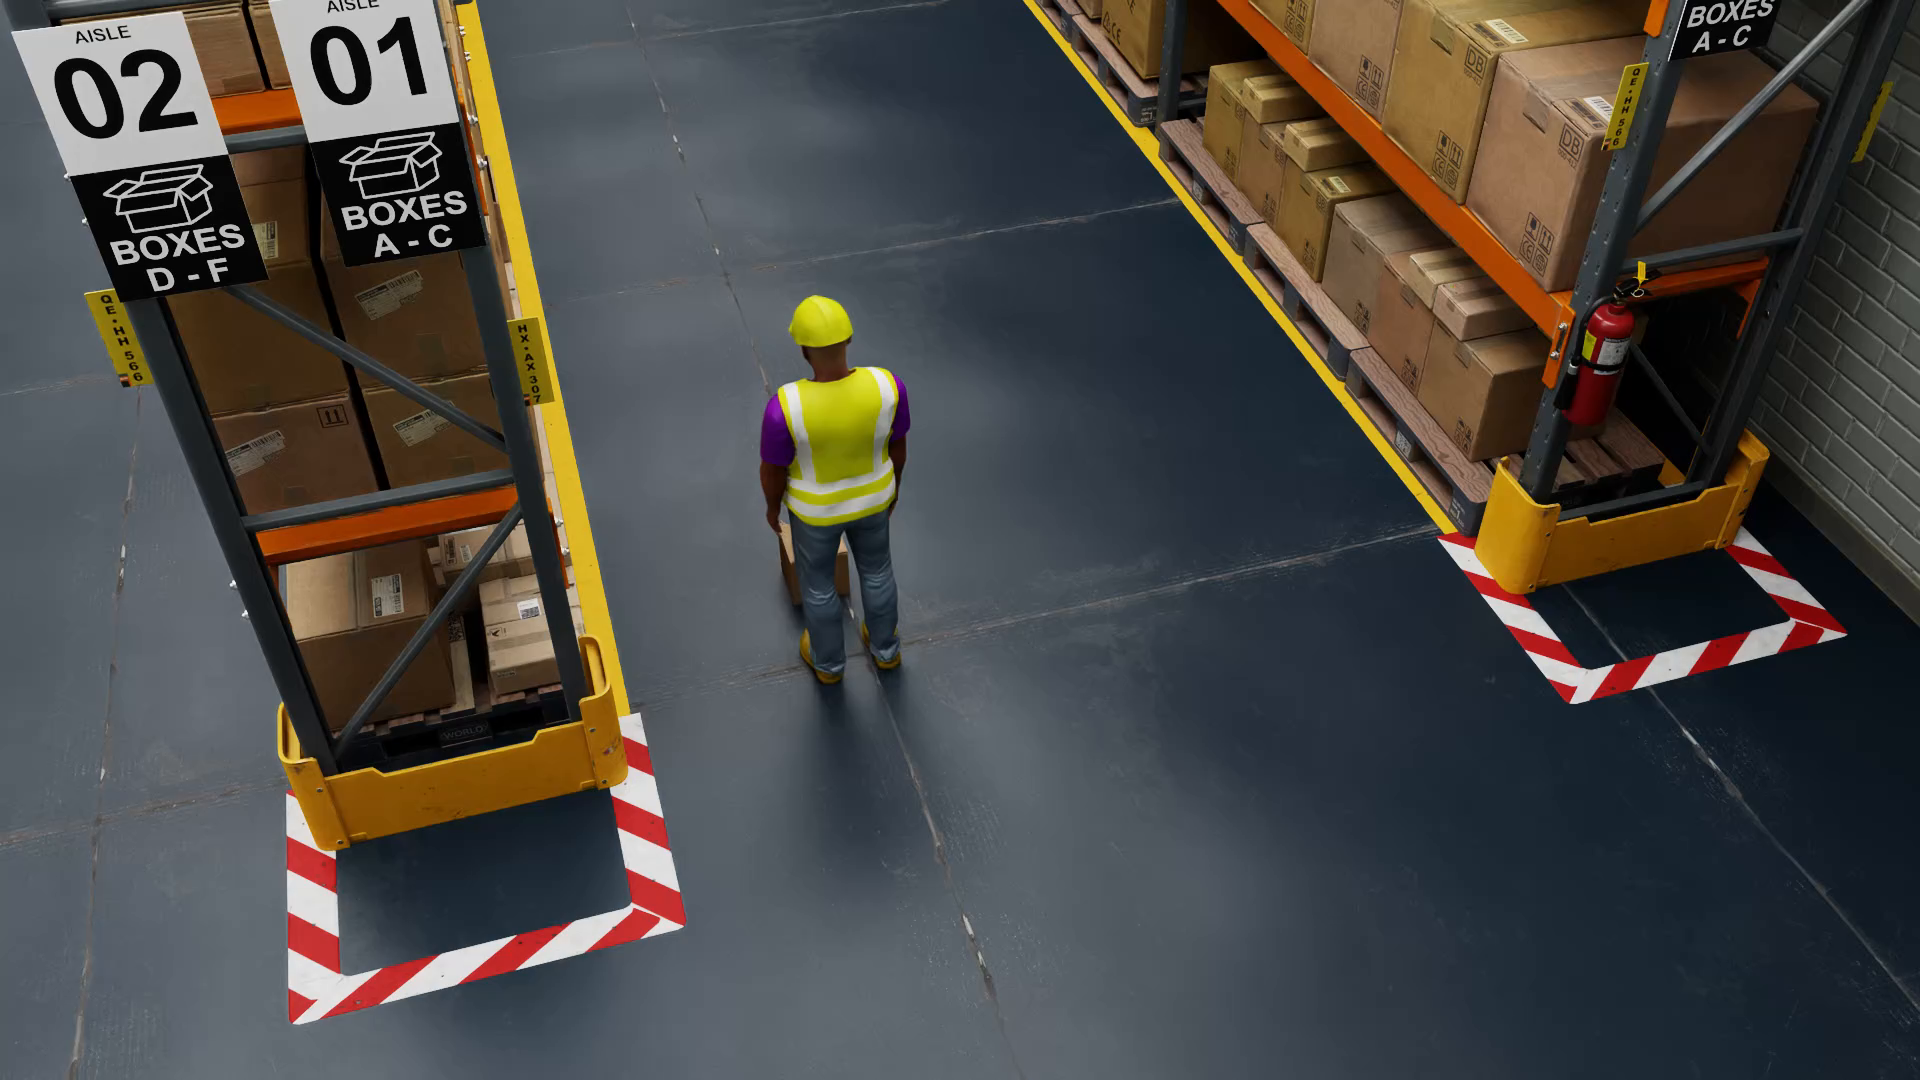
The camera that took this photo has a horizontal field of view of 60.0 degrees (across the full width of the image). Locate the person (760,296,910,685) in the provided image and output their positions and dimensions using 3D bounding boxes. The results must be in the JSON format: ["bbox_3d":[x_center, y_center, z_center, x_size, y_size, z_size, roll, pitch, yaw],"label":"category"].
[{"bbox_3d":[-0.471,-0.162,6.325,0.567,1.761,0.363,-14,44,-15],"label":"person"}]
